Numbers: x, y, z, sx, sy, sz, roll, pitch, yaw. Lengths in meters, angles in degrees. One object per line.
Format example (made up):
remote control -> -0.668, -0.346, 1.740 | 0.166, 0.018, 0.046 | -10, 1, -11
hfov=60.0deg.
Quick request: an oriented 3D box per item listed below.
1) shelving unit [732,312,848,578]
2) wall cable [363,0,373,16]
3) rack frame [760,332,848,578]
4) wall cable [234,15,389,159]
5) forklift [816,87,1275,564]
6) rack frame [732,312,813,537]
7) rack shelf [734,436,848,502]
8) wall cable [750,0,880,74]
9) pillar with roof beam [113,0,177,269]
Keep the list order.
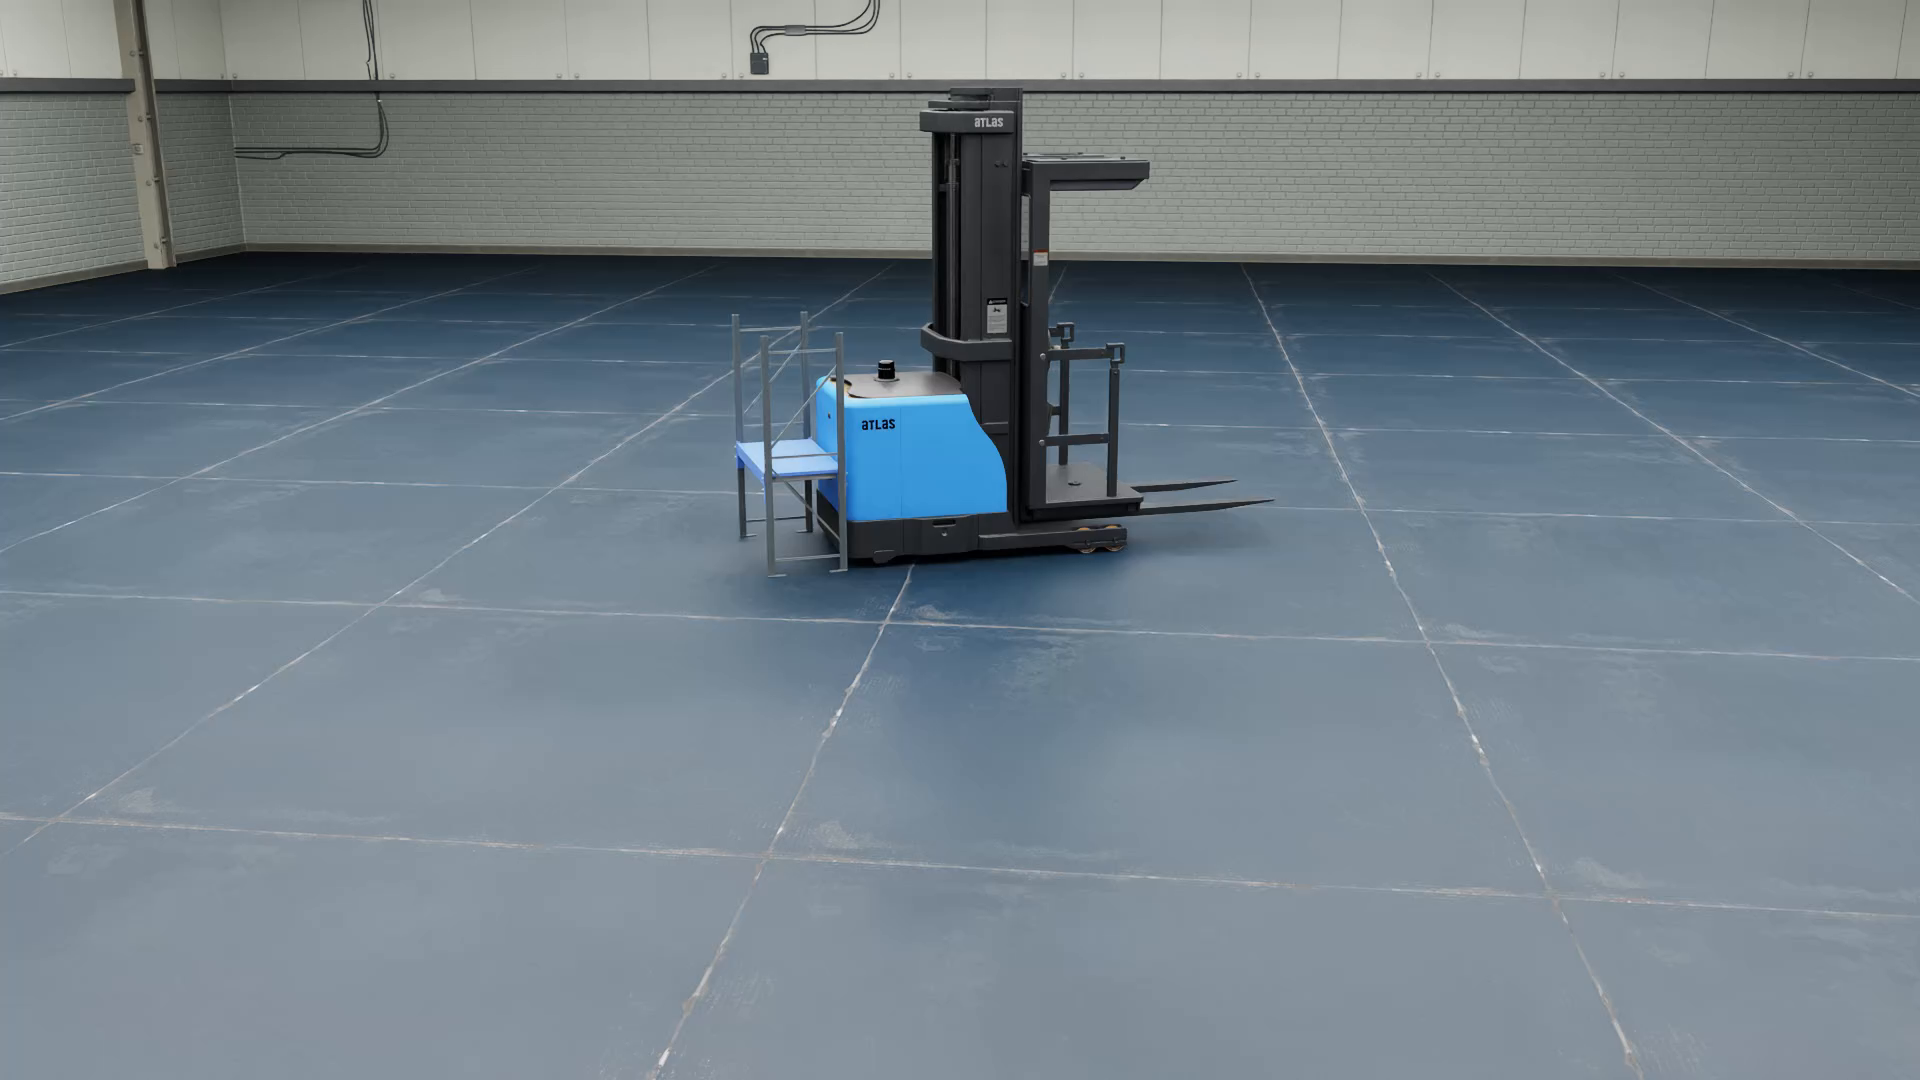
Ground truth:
shelving unit -> -1.099, -0.638, 10.649 | 0.538, 1.500, 1.048 | -5, 16, -17
wall cable -> -9.276, -10.577, 29.311 | 3.097, 2.526, 0.112 | 2, 15, 6
rack frame -> -0.949, -0.511, 10.180 | 0.500, 1.500, 0.032 | -5, 16, -17
wall cable -> -11.964, -8.218, 30.265 | 3.097, 2.526, 0.112 | 2, 15, 6
forklift -> 0.603, -1.458, 10.937 | 3.031, 2.935, 1.130 | -4, 16, -15
rack frame -> -1.249, -0.765, 11.118 | 0.500, 1.500, 0.032 | -5, 16, -17
rack shelf -> -1.099, -0.465, 10.696 | 0.538, 0.185, 1.000 | -5, 16, -17
wall cable -> -2.533, -11.075, 28.366 | 2.305, 6.003, 0.169 | 2, 15, 6
pillar with roof beam -> -9.332, -8.865, 26.709 | 9.100, 9.000, 0.400 | 2, 15, 6
